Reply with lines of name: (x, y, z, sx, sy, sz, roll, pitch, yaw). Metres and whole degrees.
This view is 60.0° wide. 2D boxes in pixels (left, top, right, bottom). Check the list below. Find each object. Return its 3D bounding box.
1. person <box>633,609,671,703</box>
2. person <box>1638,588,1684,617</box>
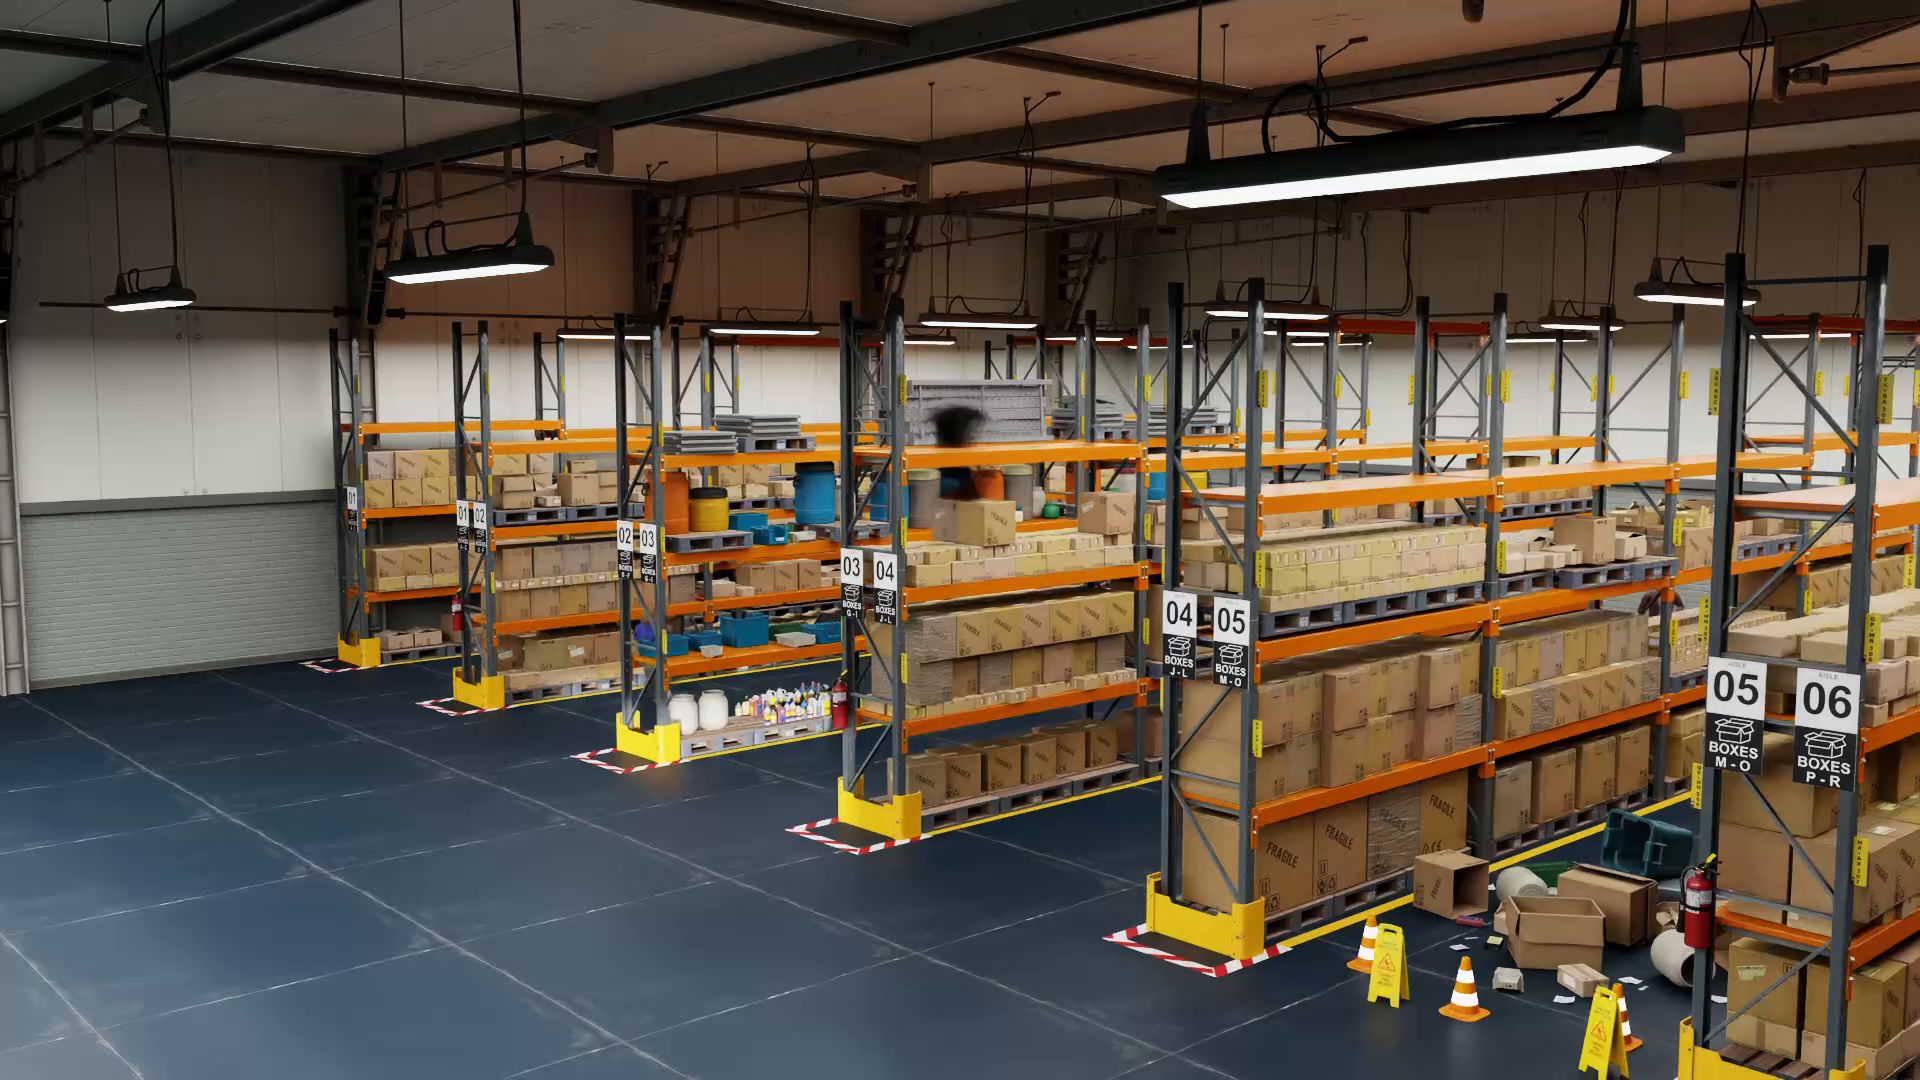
person: (-4.828, 1.832, 26.084, 0.578, 1.533, 0.778, 1, 6, 10)
person: (11.958, 1.501, 28.359, 0.740, 1.743, 0.564, 2, 6, 17)
